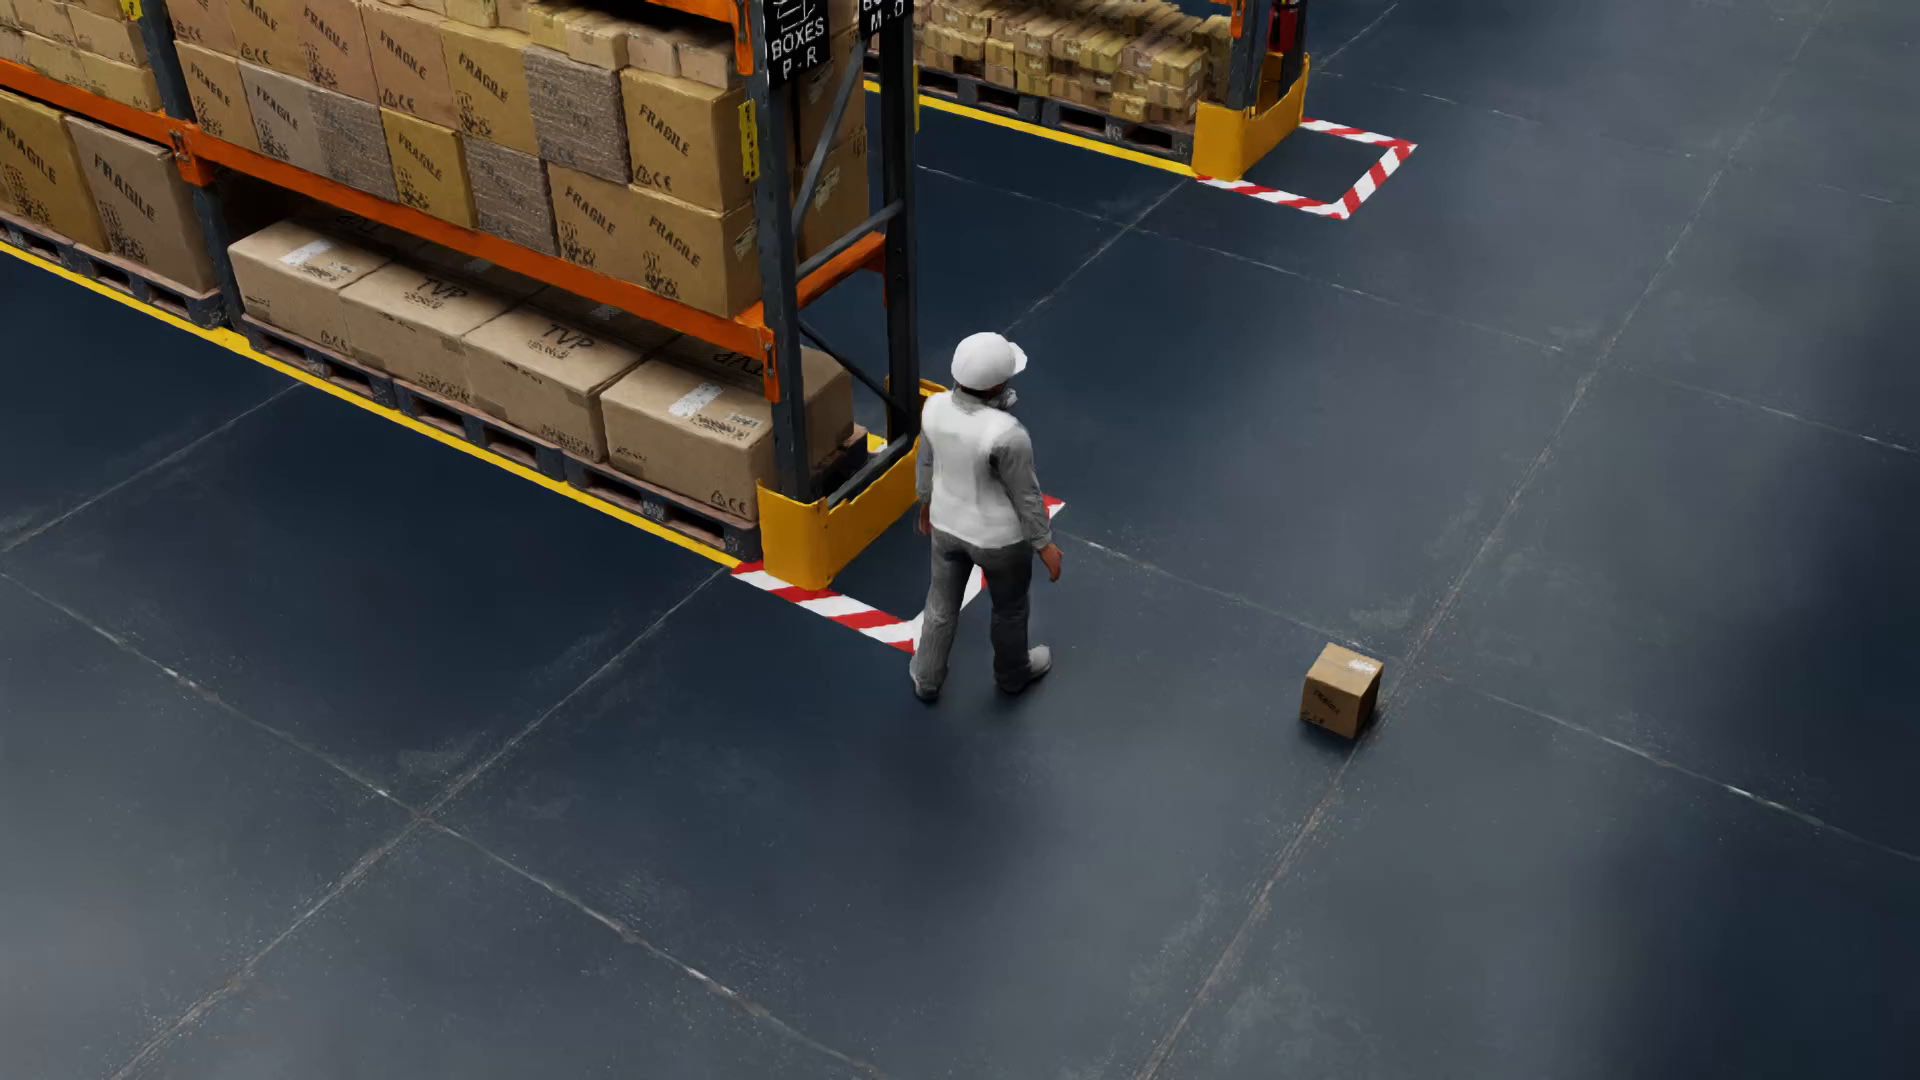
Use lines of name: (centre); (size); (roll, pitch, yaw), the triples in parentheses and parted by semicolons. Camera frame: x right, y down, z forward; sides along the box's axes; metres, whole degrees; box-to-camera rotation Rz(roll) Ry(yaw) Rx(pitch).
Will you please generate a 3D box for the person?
person: (0.123, -0.077, 6.738); (0.689, 1.774, 0.577); (24, 44, 28)
